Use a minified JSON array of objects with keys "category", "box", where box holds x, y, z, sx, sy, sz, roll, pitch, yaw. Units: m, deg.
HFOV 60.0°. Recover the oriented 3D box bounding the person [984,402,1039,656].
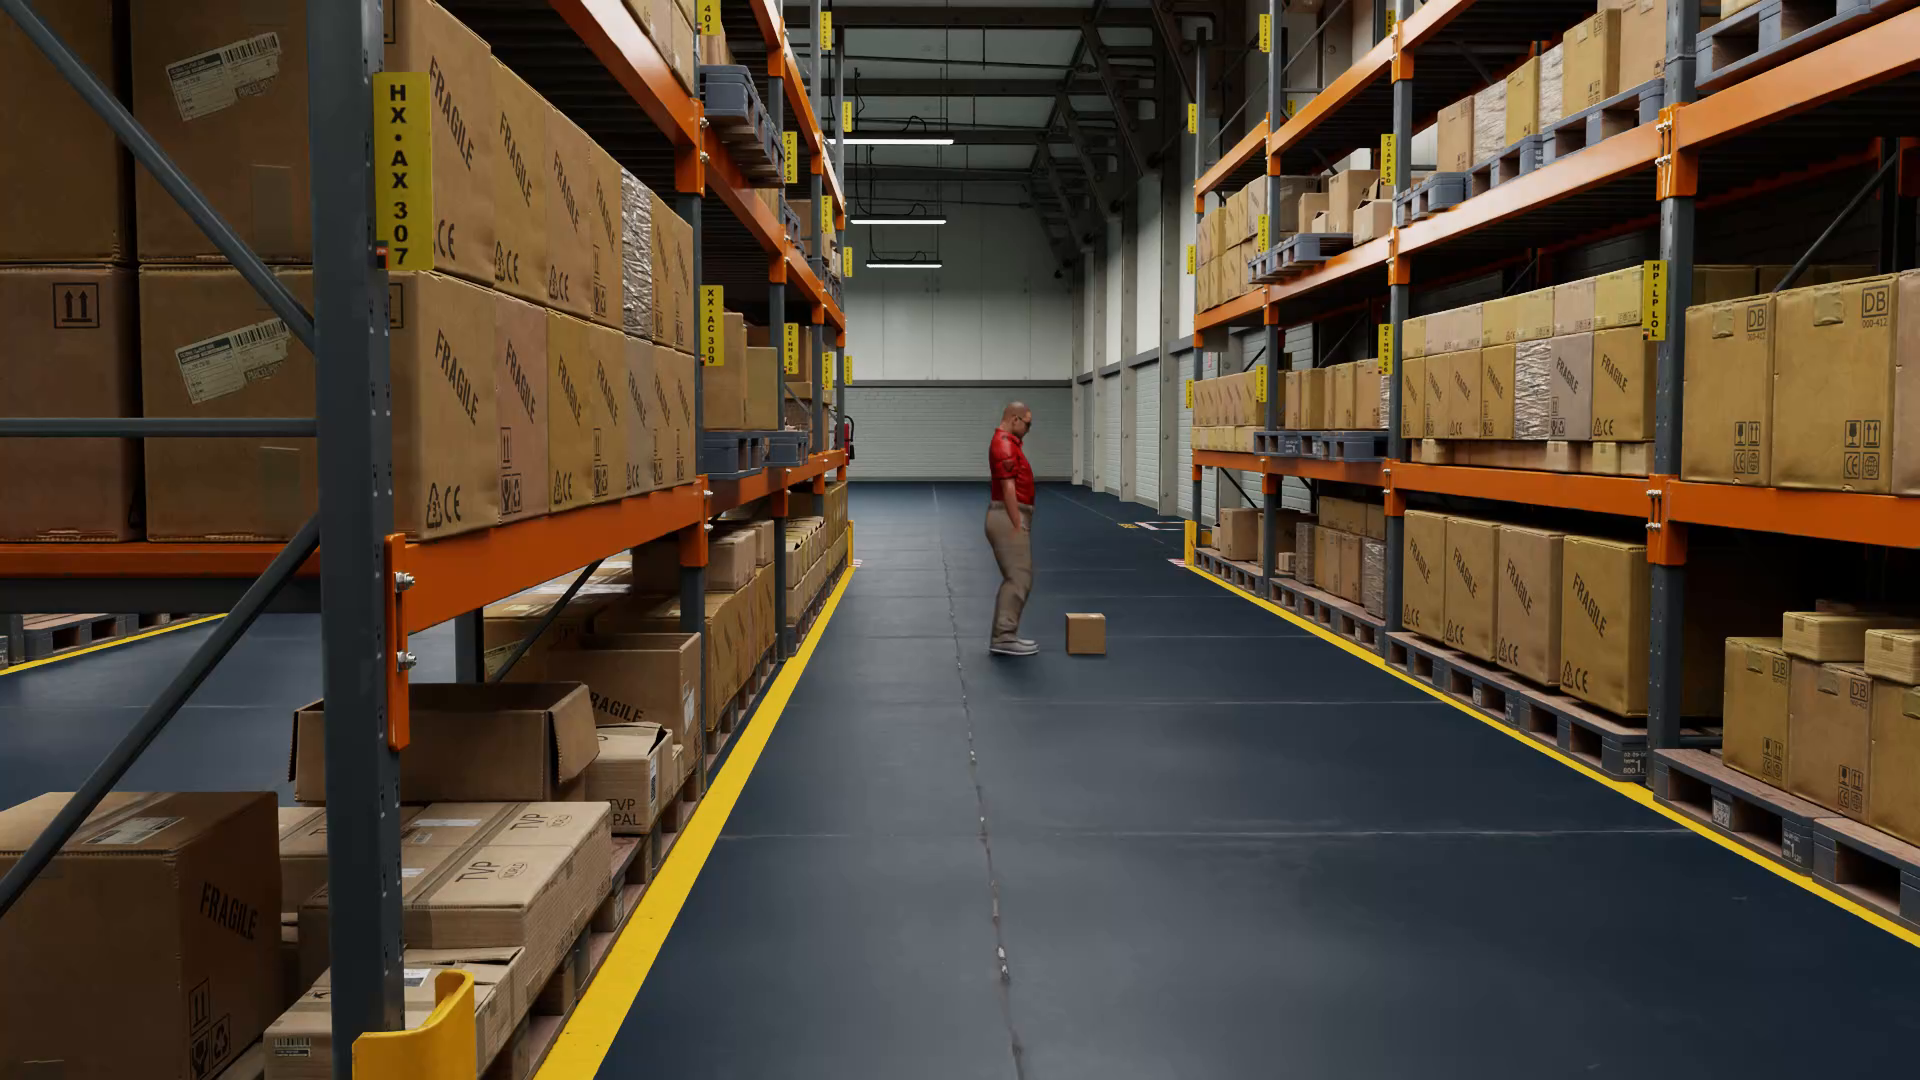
[{"category":"person","box":[0.350,-0.084,11.359,0.367,1.713,0.538,0,4,0]}]
